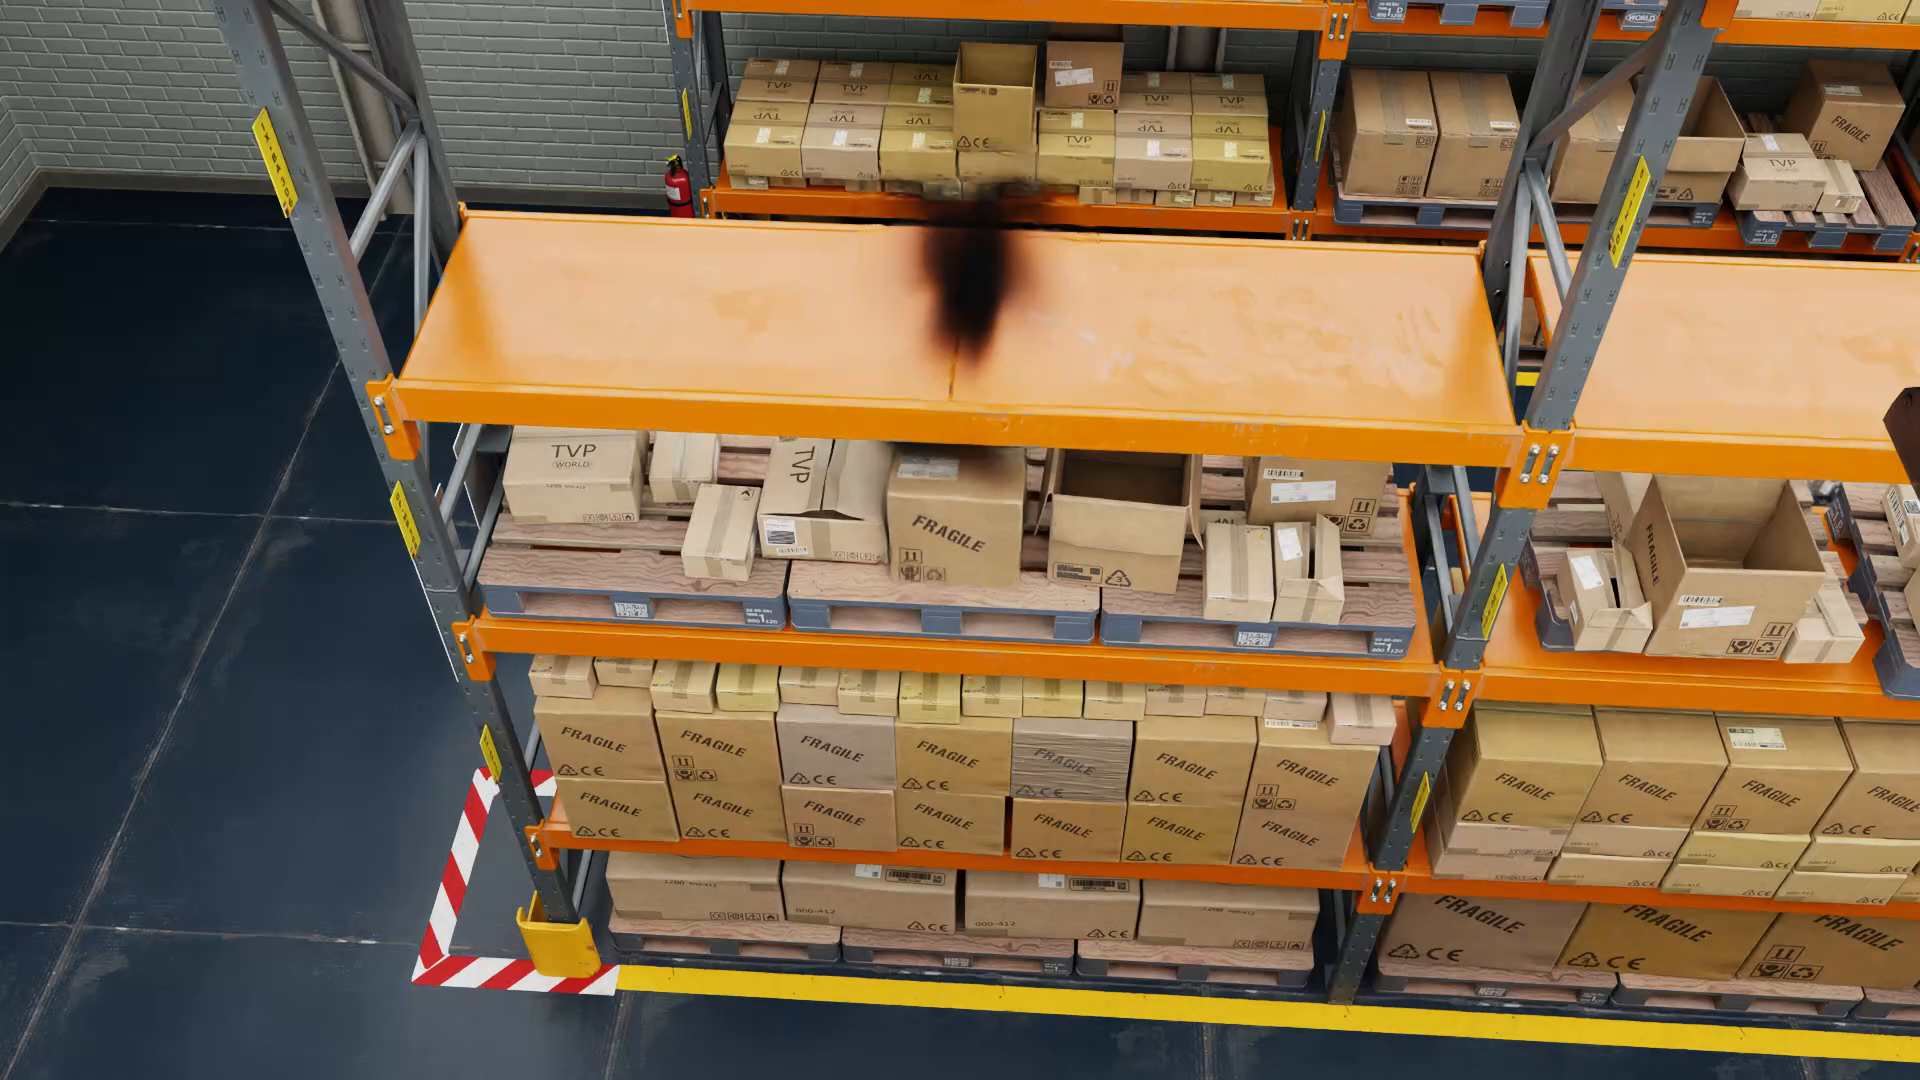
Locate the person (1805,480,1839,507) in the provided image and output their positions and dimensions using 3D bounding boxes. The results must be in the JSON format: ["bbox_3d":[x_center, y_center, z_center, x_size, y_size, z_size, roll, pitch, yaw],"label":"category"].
[{"bbox_3d":[5.201,-0.578,10.034,1.000,1.765,0.658,-7,48,-6],"label":"person"}]
